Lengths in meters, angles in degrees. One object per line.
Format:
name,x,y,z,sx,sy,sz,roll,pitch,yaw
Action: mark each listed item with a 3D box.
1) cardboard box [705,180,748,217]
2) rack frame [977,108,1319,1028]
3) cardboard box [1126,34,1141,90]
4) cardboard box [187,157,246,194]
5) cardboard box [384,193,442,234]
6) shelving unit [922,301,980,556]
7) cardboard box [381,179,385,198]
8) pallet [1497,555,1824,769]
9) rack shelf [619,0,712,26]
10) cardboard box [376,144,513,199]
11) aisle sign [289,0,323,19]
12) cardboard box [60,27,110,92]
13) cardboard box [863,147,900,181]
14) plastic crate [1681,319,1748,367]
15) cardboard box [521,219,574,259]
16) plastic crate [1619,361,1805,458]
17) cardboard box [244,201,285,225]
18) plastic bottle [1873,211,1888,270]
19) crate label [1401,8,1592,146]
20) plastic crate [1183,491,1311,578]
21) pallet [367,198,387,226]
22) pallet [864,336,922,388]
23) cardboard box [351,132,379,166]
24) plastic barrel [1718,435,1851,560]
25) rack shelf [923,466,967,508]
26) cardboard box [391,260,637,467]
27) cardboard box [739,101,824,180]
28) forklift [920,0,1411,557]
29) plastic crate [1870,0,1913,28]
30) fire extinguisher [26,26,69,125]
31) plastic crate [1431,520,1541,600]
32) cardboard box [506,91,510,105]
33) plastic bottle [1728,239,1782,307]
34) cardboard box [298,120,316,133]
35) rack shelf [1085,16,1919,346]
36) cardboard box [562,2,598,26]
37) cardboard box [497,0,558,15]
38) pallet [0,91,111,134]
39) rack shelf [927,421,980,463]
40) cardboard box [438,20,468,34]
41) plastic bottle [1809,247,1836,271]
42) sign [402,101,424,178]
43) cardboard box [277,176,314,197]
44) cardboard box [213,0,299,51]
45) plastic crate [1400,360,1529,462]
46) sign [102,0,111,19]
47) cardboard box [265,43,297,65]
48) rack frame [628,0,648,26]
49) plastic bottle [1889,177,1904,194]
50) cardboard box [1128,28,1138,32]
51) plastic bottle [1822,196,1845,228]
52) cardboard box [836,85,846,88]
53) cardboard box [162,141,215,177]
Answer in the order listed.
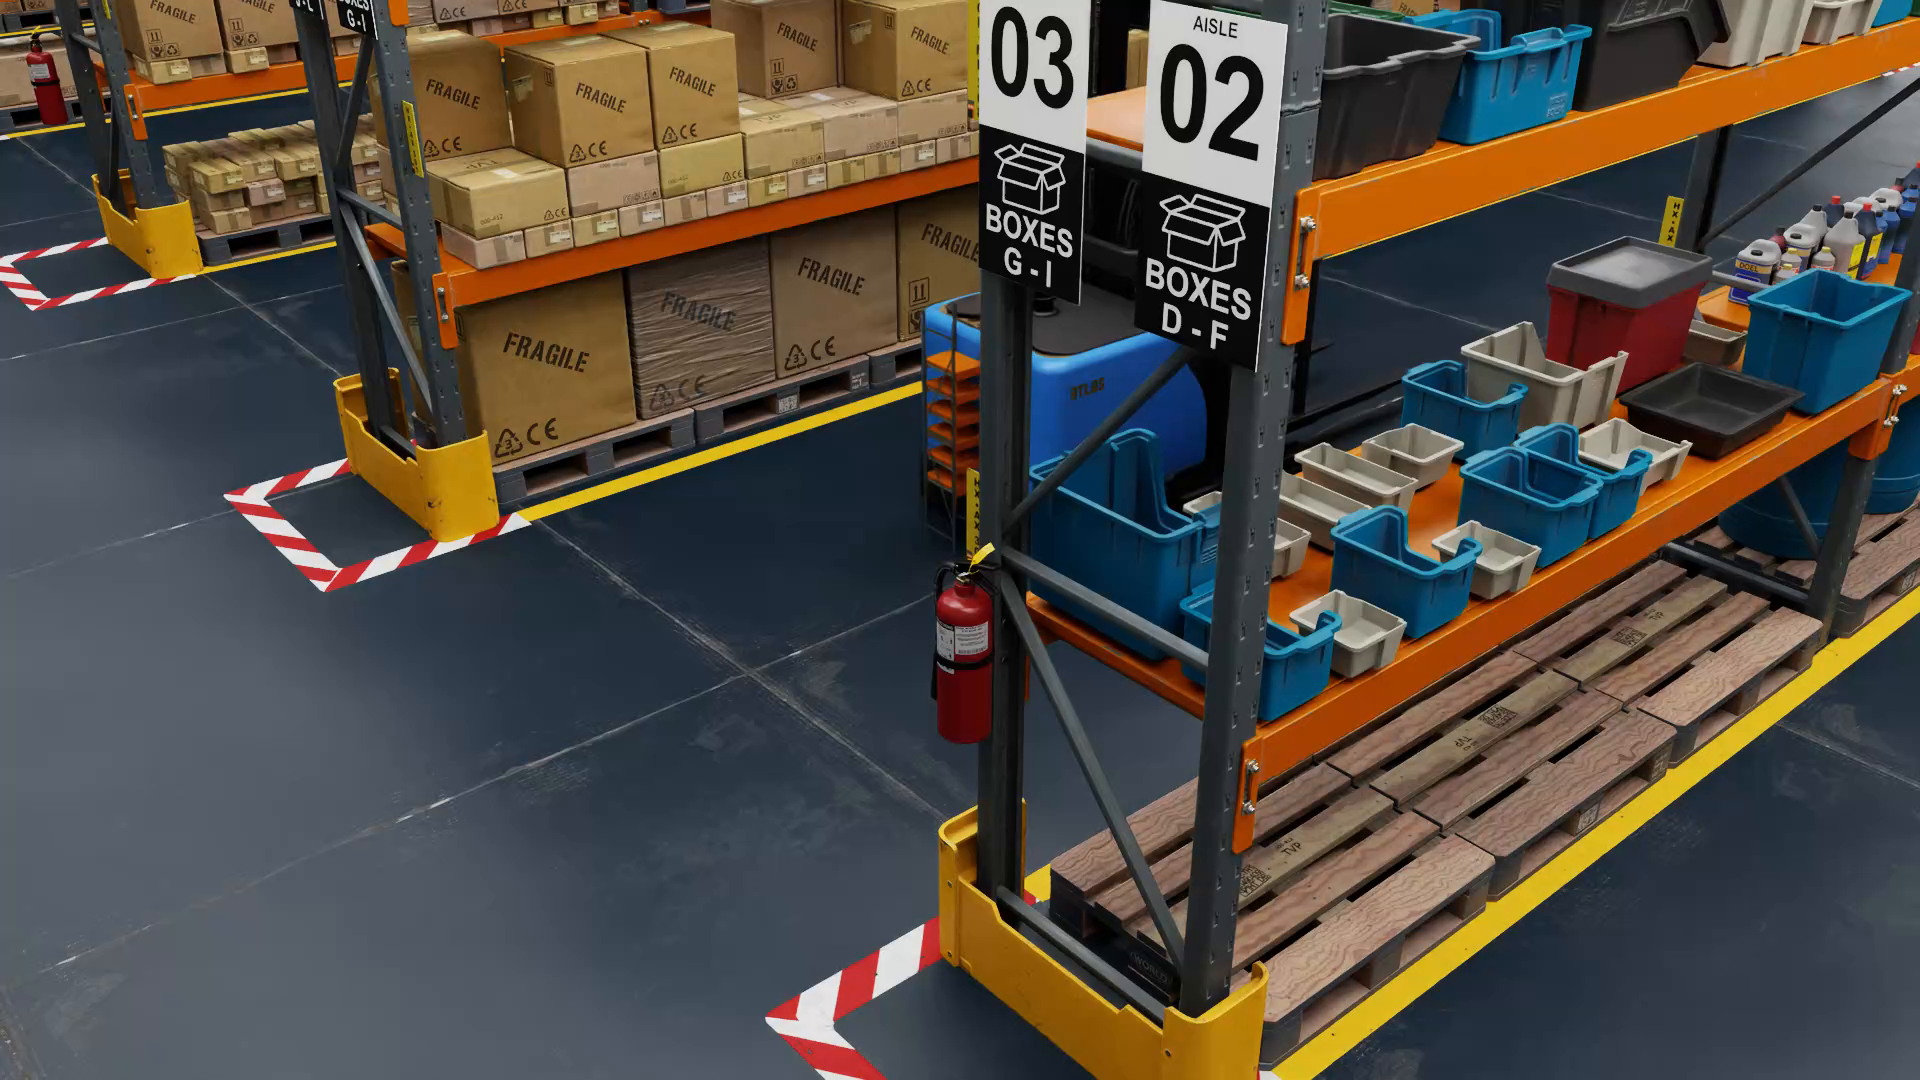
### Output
cardboard box,-1.330,-1.840,8.778,0.250,0.149,0.380,-22,35,-35
rack frame,0.424,0.209,4.676,0.127,3.000,1.000,-22,35,-35
cardboard box,0.764,-2.886,10.361,0.500,0.500,0.500,-22,35,-35
cardboard box,-5.314,-2.605,11.890,0.250,0.149,0.380,-24,36,-37
cardboard box,-2.734,-1.683,8.483,0.250,0.149,0.380,-21,35,-34
shelving unit,-0.028,-0.520,7.951,0.189,1.200,0.258,-21,35,-34
cardboard box,-4.352,-2.733,12.762,0.250,0.149,0.380,-24,36,-37
pallet,2.933,0.454,7.176,1.213,0.211,1.003,-22,35,-35
rack shelf,-1.369,-4.894,14.989,4.000,0.370,1.077,-22,35,-35
cardboard box,-2.594,-1.875,8.420,0.500,0.250,0.500,-23,35,-36
aisle sign,-3.040,-2.799,7.547,0.004,0.787,0.394,-22,35,-35
cardboard box,-8.095,-4.696,16.128,0.875,0.438,0.875,-21,34,-34
cardboard box,-0.550,-2.154,9.364,0.250,0.149,0.380,-21,35,-34
plastic crate,3.020,-0.833,6.843,0.243,0.136,0.396,-22,35,-35
cardboard box,-2.112,-1.525,8.188,0.250,0.149,0.380,-22,35,-36
plastic crate,2.790,-0.481,6.195,0.590,0.125,0.437,-22,35,-35
cardboard box,-5.181,-2.459,12.248,0.250,0.149,0.380,-22,35,-35
plastic bottle,4.314,-1.421,7.863,0.097,0.271,0.097,0,28,0
crate label,1.336,-1.215,4.315,0.502,0.251,0.408,-22,35,-35
plastic crate,0.927,-0.015,5.312,0.243,0.136,0.396,-22,35,-35
pallet,-4.307,-2.777,13.222,1.213,0.211,1.003,-22,35,-35
pallet,-0.377,-1.356,10.563,1.213,0.211,1.003,-22,35,-35
cardboard box,-4.555,-2.950,12.536,0.250,0.149,0.380,-20,34,-33
plastic barrel,3.892,-0.435,7.661,0.708,0.901,0.600,-22,35,-35
rack shelf,-0.028,-0.270,8.085,0.180,0.103,0.258,-21,35,-34
cardboard box,-2.356,-1.039,8.821,0.875,0.875,0.875,-22,35,-35
cardboard box,-1.081,-2.157,8.947,0.500,0.250,0.500,-23,36,-36
forklift,1.259,-1.743,8.402,3.031,2.935,1.130,-21,35,-34
plastic crate,2.982,-1.871,5.563,0.300,0.233,0.416,-22,35,-35
fire extinguisher,-6.424,-3.266,11.656,0.183,0.674,0.296,-22,35,-35
plastic crate,1.639,0.066,5.161,0.298,0.136,0.250,-22,35,-35
cardboard box,-3.695,-3.601,13.753,0.250,0.149,0.380,-22,35,-36
plastic bottle,3.557,-1.196,7.437,0.135,0.276,0.152,-22,35,-35
cardboard box,-4.945,-3.159,12.926,0.250,0.149,0.380,-20,34,-33
rack shelf,1.945,-1.408,5.283,4.000,0.370,1.077,-22,35,-35
cardboard box,-3.081,-4.200,13.193,0.250,0.149,0.380,-23,36,-36
cardboard box,-3.470,-4.367,12.818,0.500,0.500,0.500,-23,36,-36
pallet,-8.665,-4.163,15.816,1.213,0.211,1.003,-22,35,-35
rack shelf,-0.028,-0.481,7.972,0.180,0.103,0.258,-21,35,-34
cardboard box,-3.950,-3.917,12.663,0.250,0.149,0.380,-23,35,-36
plastic bottle,3.930,-1.236,7.591,0.097,0.201,0.097,0,28,0
sign,-2.435,-1.783,7.401,0.005,0.325,0.100,-22,35,-35
cardboard box,-4.994,-2.674,12.334,0.250,0.149,0.380,-21,35,-34
cardboard box,-5.022,-3.763,11.686,0.500,0.500,0.500,-22,35,-35
plastic crate,1.820,-0.464,6.049,0.300,0.233,0.416,-22,35,-35
sign,-5.581,-3.563,10.817,0.005,0.325,0.100,-22,35,-35
cardboard box,-4.959,-3.531,11.942,0.250,0.149,0.380,-20,34,-33
rack frame,-2.890,-4.600,13.675,0.127,3.000,1.000,-22,35,-35
plastic bottle,4.644,-1.665,8.306,0.133,0.283,0.061,-22,35,-35
cardboard box,0.733,-3.475,10.400,0.637,0.503,0.797,-23,36,-36
plastic bottle,4.094,-1.448,7.829,0.185,0.351,0.144,-22,35,-35
cardboard box,-0.657,-2.655,9.880,0.500,0.250,0.500,-22,35,-35
cardboard box,-5.695,-2.819,12.291,0.250,0.149,0.380,-21,35,-34
